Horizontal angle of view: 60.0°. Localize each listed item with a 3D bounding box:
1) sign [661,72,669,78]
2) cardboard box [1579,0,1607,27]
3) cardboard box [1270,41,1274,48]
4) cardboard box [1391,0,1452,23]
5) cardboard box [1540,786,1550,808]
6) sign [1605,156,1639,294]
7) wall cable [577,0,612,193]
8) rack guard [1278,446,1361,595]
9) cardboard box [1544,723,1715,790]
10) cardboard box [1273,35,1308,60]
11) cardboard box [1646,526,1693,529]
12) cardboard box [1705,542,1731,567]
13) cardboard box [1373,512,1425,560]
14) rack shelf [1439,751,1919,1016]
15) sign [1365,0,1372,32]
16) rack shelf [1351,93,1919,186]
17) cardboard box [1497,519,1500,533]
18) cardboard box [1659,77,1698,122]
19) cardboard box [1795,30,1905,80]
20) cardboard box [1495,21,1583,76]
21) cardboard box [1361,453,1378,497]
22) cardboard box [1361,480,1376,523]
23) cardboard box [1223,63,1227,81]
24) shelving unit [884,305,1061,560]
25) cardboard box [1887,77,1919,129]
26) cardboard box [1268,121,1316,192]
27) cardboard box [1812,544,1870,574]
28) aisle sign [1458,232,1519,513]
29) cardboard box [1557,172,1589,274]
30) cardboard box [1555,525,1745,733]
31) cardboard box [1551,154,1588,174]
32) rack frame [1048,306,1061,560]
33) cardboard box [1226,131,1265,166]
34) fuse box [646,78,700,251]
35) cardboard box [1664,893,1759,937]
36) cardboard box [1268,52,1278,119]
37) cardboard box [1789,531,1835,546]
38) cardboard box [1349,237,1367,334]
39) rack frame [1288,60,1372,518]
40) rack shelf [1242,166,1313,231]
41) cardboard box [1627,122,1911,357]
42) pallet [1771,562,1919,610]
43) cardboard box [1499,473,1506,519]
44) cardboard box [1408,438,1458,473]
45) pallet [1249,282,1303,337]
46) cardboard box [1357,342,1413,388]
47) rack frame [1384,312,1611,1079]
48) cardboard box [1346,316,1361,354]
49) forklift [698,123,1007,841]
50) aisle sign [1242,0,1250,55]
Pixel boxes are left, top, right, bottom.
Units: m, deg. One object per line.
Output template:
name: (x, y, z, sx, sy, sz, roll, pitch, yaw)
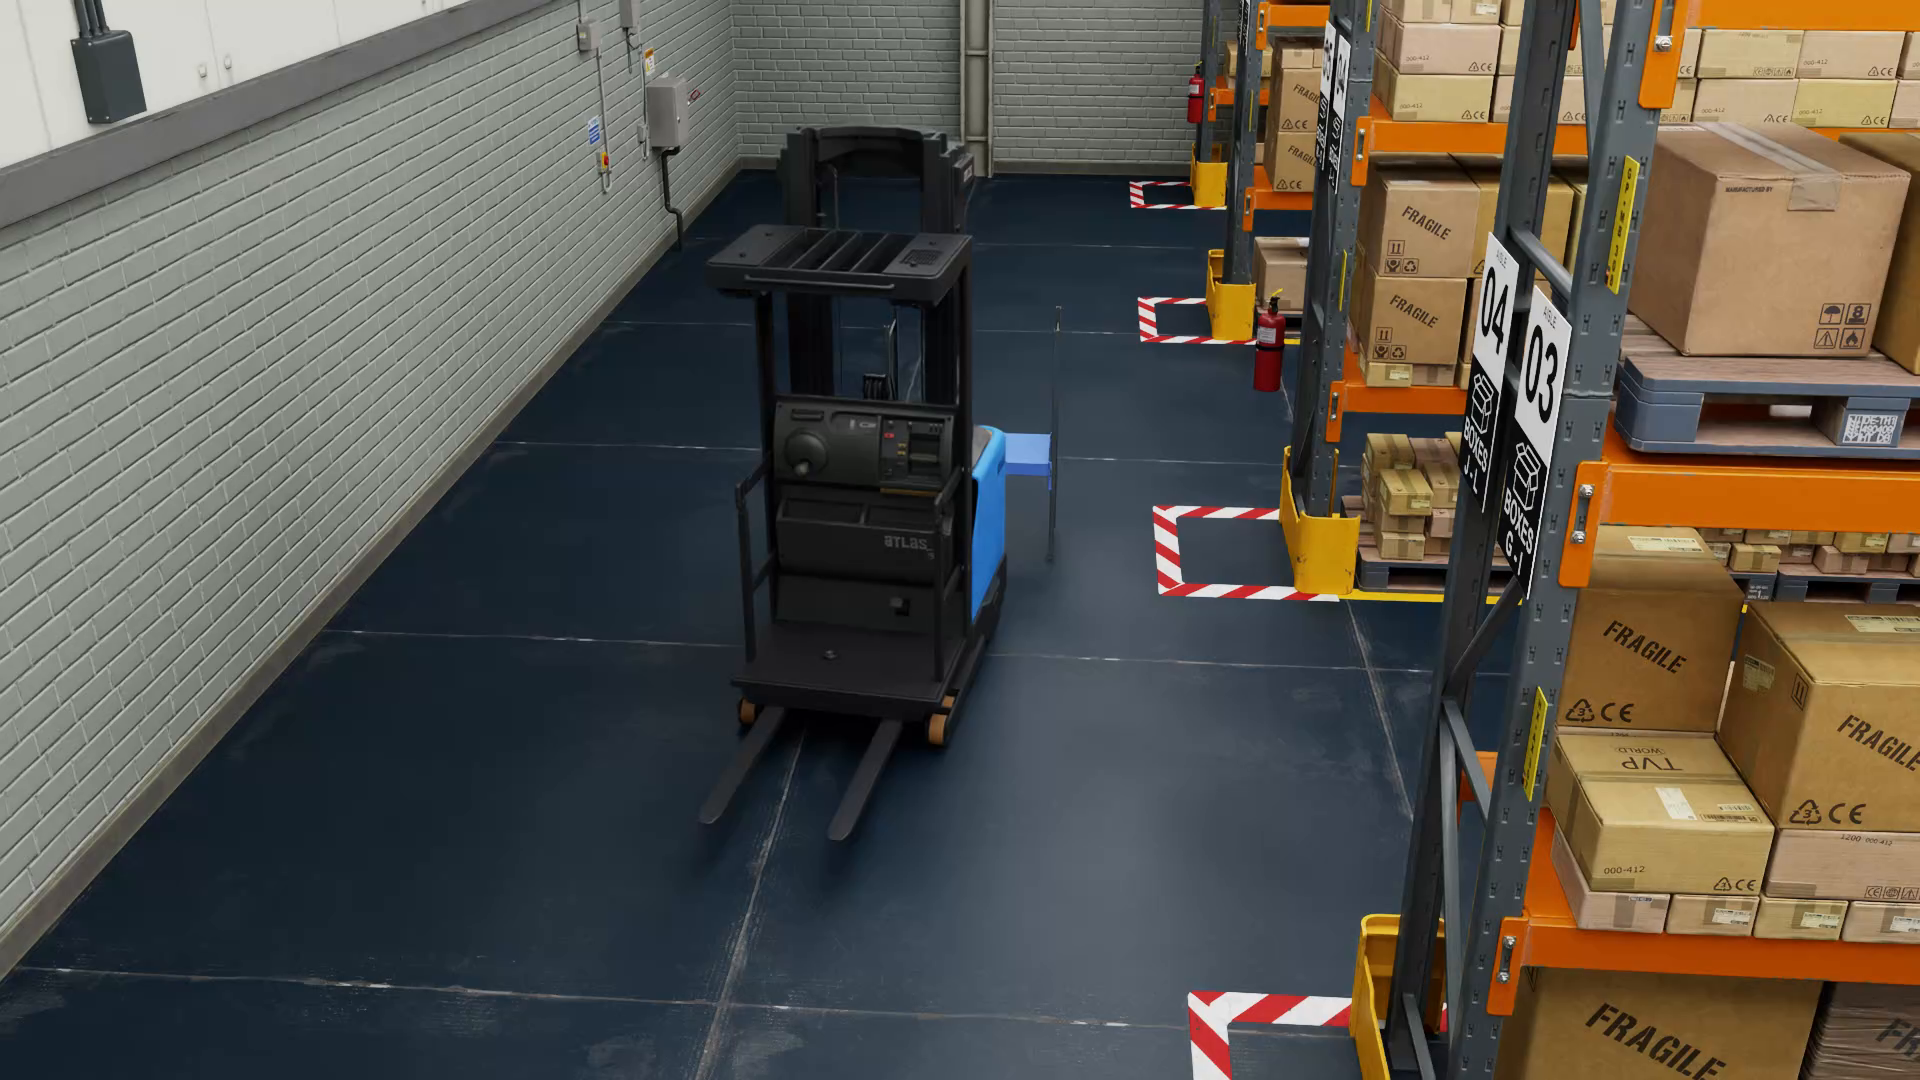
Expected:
sign: (-3.035, -4.558, 17.181, 0.001, 0.494, 0.329, 2, 25, 4)
cardboard box: (3.238, -2.815, 8.796, 0.250, 0.149, 0.380, 2, 25, 5)
cardboard box: (3.820, -5.562, 19.073, 0.500, 0.250, 0.500, 2, 25, 4)
cardboard box: (2.478, -2.878, 8.933, 0.250, 0.149, 0.380, 2, 25, 4)
cardboard box: (2.072, 0.772, 5.785, 0.250, 0.149, 0.380, 2, 25, 5)
sign: (1.644, -0.781, 4.131, 0.005, 0.325, 0.100, 2, 25, 4)
wall cable: (-3.173, -3.994, 14.588, 0.123, 1.953, 0.585, 2, 25, 4)
rack guard: (2.248, -0.143, 10.462, 0.348, 0.500, 1.175, 2, 25, 4)
cardboard box: (2.196, 0.621, 5.635, 0.500, 0.250, 0.500, 1, 25, 3)
cardboard box: (2.824, -4.213, 14.227, 0.250, 0.149, 0.380, 2, 25, 5)
cardboard box: (4.257, -0.158, 10.057, 0.250, 0.149, 0.380, 3, 25, 6)
cardboard box: (4.457, 0.012, 10.045, 0.250, 0.149, 0.380, 2, 25, 5)
cardboard box: (2.671, -0.026, 10.127, 0.250, 0.149, 0.380, 2, 25, 5)
rack shelf: (3.686, 1.174, 5.471, 4.000, 0.370, 1.077, 2, 25, 4)
sign: (2.131, -2.814, 8.644, 0.005, 0.325, 0.100, 2, 25, 4)
rack shelf: (4.167, -2.253, 9.329, 4.000, 0.370, 1.077, 2, 25, 4)
cardboard box: (3.195, -0.185, 10.115, 0.250, 0.149, 0.380, 2, 25, 5)
cardboard box: (3.640, -2.425, 9.022, 0.500, 0.250, 0.500, 1, 25, 2)
cardboard box: (4.643, -2.619, 8.847, 0.500, 0.250, 0.500, 3, 25, 6)
cardboard box: (3.111, -2.664, 8.944, 0.500, 0.250, 0.500, 2, 25, 3)
cardboard box: (2.721, -0.414, 10.613, 0.250, 0.149, 0.380, 1, 25, 3)
cardboard box: (2.713, -0.247, 10.605, 0.250, 0.149, 0.380, 2, 25, 5)
cardboard box: (3.178, -5.403, 19.204, 0.250, 0.149, 0.380, 2, 25, 3)
shelving unit: (0.085, -0.679, 10.431, 1.048, 1.500, 0.538, 2, 25, 4)
cardboard box: (5.154, -2.371, 8.906, 0.500, 0.250, 0.500, 2, 25, 4)
cardboard box: (2.907, -3.258, 14.121, 0.500, 0.500, 0.500, 2, 25, 4)
cardboard box: (5.223, 0.056, 9.947, 0.250, 0.149, 0.380, 1, 25, 2)
aisle sign: (1.643, -0.525, 5.193, 0.004, 0.787, 0.394, 2, 25, 4)
cardboard box: (3.621, -1.751, 9.296, 0.500, 0.500, 0.500, 1, 25, 3)
cardboard box: (2.198, 0.282, 5.476, 0.500, 0.500, 0.500, 2, 25, 5)
cardboard box: (3.672, -1.975, 9.783, 0.500, 0.500, 0.500, 3, 25, 7)
rack frame: (0.592, -0.662, 10.395, 0.032, 1.500, 0.500, 2, 25, 4)
cardboard box: (3.430, -4.414, 19.238, 0.637, 0.503, 0.797, 1, 25, 2)
fuse box: (-2.867, -3.803, 16.969, 0.414, 1.711, 0.539, 2, 25, 4)
cardboard box: (2.277, 1.054, 5.172, 0.250, 0.149, 0.380, 1, 25, 3)
cardboard box: (2.950, -3.931, 14.388, 0.500, 0.500, 0.500, 3, 25, 6)
cardboard box: (5.041, -0.115, 9.963, 0.250, 0.149, 0.380, 2, 25, 4)
cardboard box: (2.640, -1.554, 10.064, 0.500, 0.500, 0.500, 2, 25, 5)
rack frame: (2.173, -1.281, 9.945, 0.127, 3.000, 1.000, 2, 25, 4)
rack shelf: (4.445, -2.956, 14.447, 4.000, 0.370, 1.077, 2, 25, 4)
cardboard box: (2.215, -0.867, 4.715, 0.500, 0.500, 0.700, 0, 25, 1)
pallet: (5.489, 0.107, 10.264, 1.213, 0.211, 1.003, 2, 25, 4)
cardboard box: (3.195, -0.268, 9.941, 0.250, 0.149, 0.380, 2, 25, 4)
cardboard box: (2.966, -0.503, 10.452, 0.250, 0.149, 0.380, 2, 25, 5)
pallet: (3.254, -2.087, 15.034, 1.213, 0.211, 1.003, 2, 25, 4)
cardboard box: (2.471, -1.020, 9.678, 0.250, 0.149, 0.380, 2, 25, 4)
rack frame: (1.692, 0.783, 5.459, 0.127, 3.000, 1.000, 2, 25, 4)
cardboard box: (2.519, -1.274, 10.231, 0.250, 0.149, 0.380, 2, 25, 4)
forklift: (-0.532, -0.451, 8.224, 1.130, 2.935, 3.031, 5, 25, 11)
aisle sign: (2.357, -4.410, 13.635, 0.004, 0.787, 0.394, 2, 25, 4)
